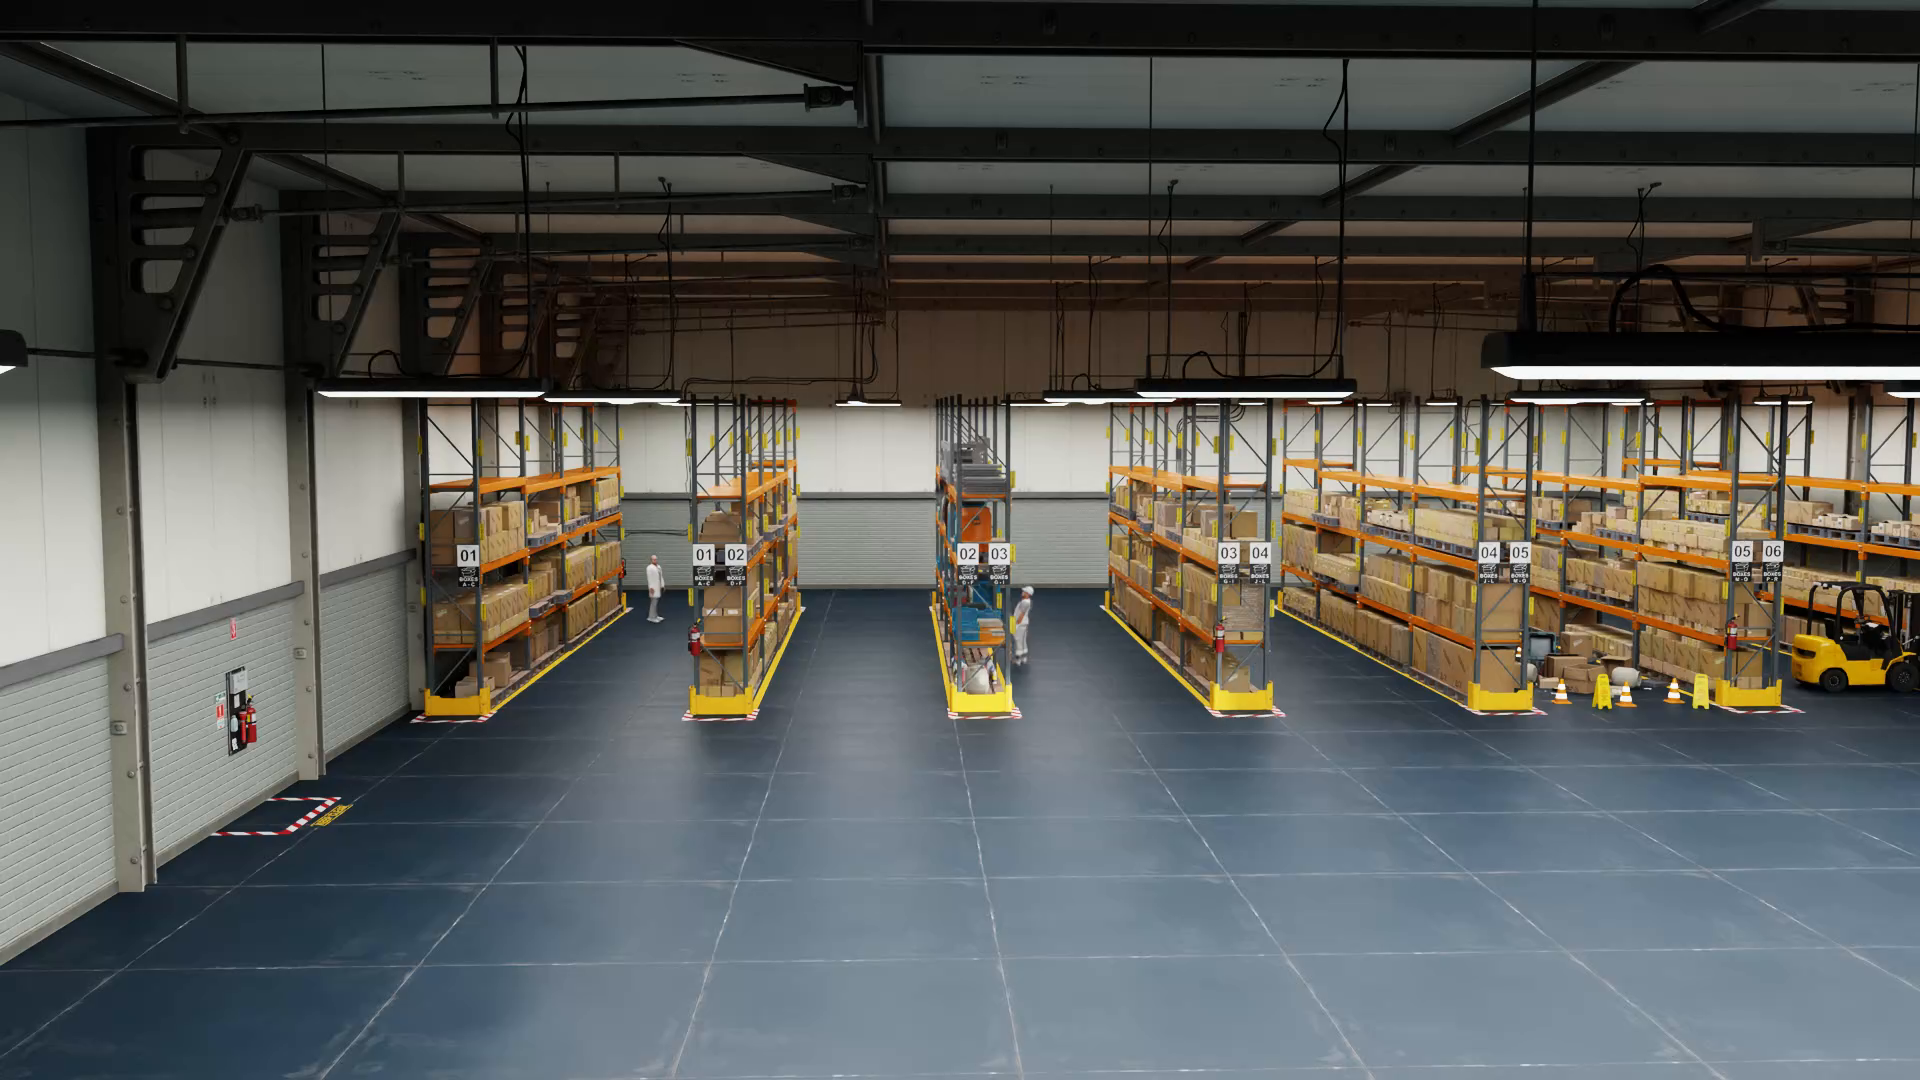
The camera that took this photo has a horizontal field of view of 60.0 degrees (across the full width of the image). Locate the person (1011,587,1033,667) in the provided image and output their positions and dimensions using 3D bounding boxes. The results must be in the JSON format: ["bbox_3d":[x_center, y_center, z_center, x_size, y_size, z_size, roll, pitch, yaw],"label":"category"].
[{"bbox_3d":[1.358,1.918,36.967,0.485,1.770,0.592,2,5,21],"label":"person"}]

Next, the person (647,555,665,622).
[{"bbox_3d":[-8.223,1.324,44.897,0.424,1.820,0.601,0,5,6],"label":"person"}]
